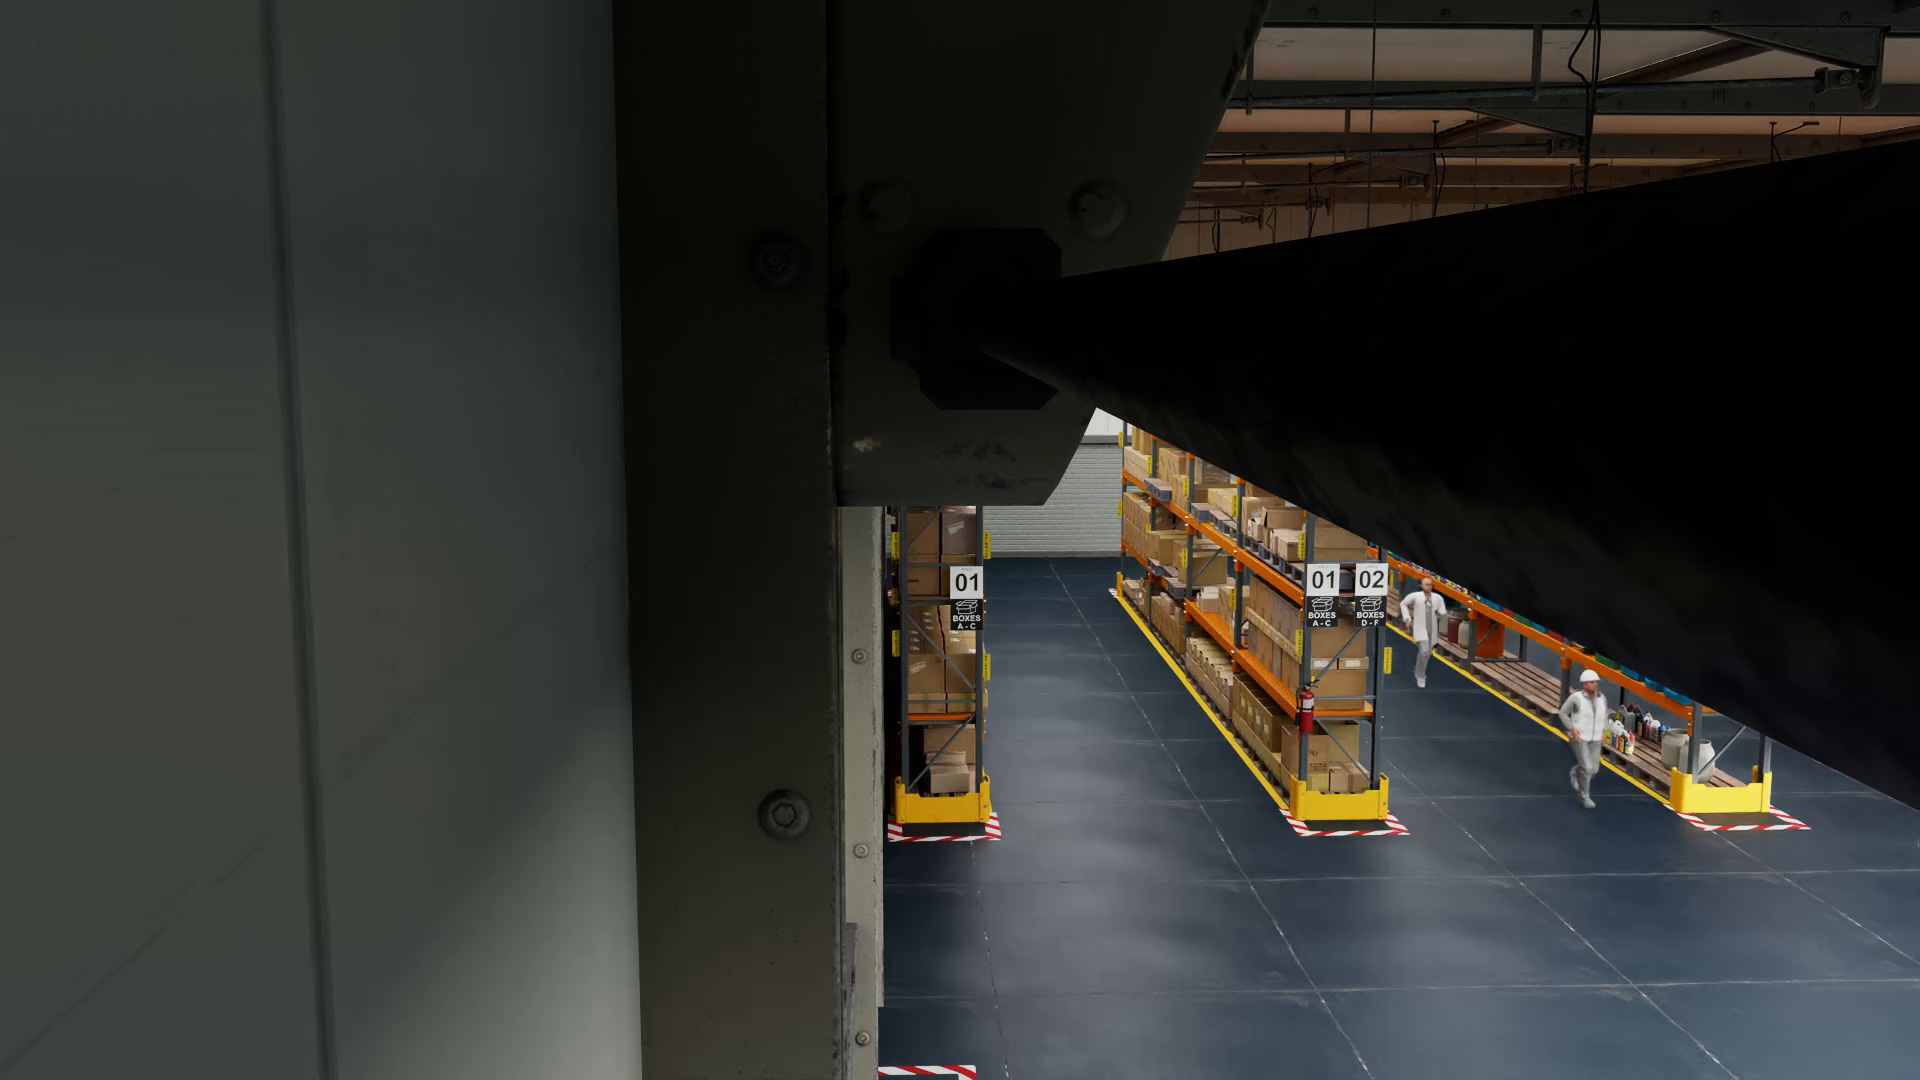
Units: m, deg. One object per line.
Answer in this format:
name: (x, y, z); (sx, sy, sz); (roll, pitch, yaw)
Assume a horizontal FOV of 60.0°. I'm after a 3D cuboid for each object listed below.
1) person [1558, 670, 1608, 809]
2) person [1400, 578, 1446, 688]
person: (7.958, 2.503, 21.267); (0.679, 1.752, 0.676); (-2, 8, -12)
person: (7.794, 1.545, 27.891); (0.668, 1.842, 0.825); (-1, 8, -10)
